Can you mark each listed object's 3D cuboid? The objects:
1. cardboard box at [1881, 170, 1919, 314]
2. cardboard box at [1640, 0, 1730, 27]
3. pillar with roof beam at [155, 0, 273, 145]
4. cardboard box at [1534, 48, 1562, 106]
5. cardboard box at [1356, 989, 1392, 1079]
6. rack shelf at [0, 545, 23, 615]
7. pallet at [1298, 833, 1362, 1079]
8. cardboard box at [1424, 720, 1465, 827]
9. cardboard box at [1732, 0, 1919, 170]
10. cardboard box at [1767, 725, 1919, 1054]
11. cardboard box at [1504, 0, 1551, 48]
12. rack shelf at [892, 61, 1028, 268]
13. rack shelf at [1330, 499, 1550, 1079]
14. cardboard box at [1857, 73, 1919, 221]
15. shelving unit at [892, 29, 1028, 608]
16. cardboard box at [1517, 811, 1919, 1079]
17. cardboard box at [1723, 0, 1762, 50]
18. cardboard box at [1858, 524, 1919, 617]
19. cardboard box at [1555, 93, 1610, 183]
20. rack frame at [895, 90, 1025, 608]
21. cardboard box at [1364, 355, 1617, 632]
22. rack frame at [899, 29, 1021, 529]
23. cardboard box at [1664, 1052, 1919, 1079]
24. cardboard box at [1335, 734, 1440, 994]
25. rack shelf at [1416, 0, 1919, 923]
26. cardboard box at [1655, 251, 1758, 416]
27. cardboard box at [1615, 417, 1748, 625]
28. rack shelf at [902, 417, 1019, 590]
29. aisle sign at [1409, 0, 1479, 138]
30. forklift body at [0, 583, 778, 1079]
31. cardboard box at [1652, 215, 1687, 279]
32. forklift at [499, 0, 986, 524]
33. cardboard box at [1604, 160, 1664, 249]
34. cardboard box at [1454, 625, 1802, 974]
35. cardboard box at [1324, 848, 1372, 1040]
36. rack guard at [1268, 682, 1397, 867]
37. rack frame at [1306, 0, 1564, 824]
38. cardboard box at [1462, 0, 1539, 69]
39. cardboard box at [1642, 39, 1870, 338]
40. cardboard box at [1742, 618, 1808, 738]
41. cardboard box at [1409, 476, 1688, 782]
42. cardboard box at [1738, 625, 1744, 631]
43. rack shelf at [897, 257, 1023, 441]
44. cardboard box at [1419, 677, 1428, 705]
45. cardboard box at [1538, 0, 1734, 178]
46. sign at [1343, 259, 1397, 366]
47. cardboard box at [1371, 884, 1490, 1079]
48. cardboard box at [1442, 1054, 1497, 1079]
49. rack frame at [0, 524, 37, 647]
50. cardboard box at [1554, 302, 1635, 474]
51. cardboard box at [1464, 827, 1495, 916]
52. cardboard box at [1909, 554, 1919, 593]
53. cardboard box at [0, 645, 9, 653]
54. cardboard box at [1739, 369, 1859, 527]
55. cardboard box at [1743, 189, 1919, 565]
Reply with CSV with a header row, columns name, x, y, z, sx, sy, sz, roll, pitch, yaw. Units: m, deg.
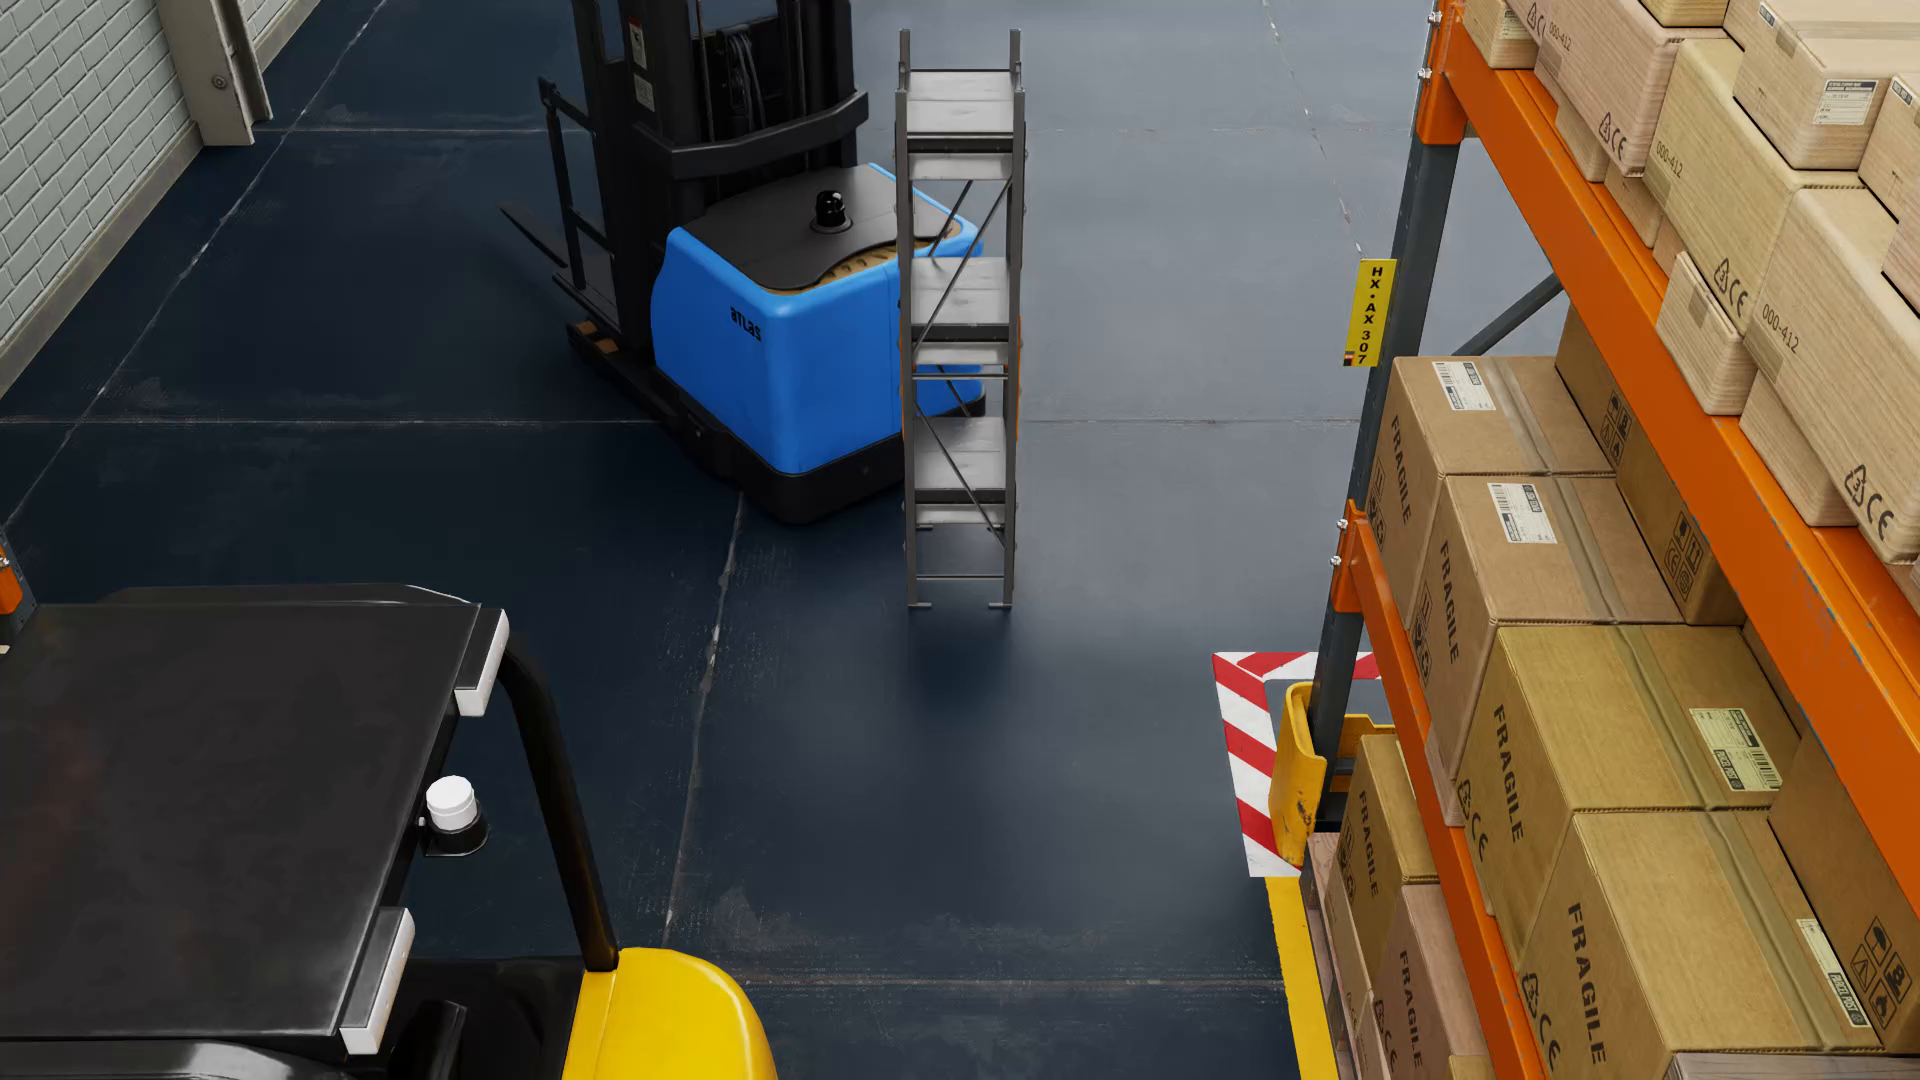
name,x,y,z,sx,sy,sz,roll,pitch,yaw
cardboard box,1.319,-0.311,1.904,0.380,0.149,0.250,0,39,1
cardboard box,1.307,-0.952,2.703,0.380,0.149,0.250,0,39,0
pillar with roof beam,0.064,-5.916,6.936,9.100,9.000,0.400,0,39,0
cardboard box,1.395,-0.962,3.354,0.380,0.149,0.250,-1,39,-1
cardboard box,1.347,1.472,4.378,0.500,0.250,0.500,1,39,2
rack shelf,-3.331,1.276,3.334,1.077,0.370,4.000,0,39,0
pallet,1.596,1.382,4.856,1.003,0.211,1.213,0,39,0
cardboard box,1.311,0.532,3.889,0.380,0.149,0.250,1,39,1
cardboard box,1.322,-0.633,2.306,0.380,0.149,0.250,1,39,1
cardboard box,1.807,0.460,2.660,0.700,0.500,0.500,0,39,0
cardboard box,1.364,-1.175,3.301,0.500,0.250,0.500,-1,39,-1
rack shelf,0.000,-1.251,5.535,0.431,0.518,0.480,0,39,0
rack shelf,1.632,1.270,3.342,1.077,0.370,4.000,0,39,0
cardboard box,1.397,-0.471,2.104,0.380,0.149,0.250,1,39,1
shelving unit,0.000,-0.716,5.964,0.431,2.100,0.503,0,39,0
cardboard box,1.367,0.841,2.985,0.500,0.500,0.500,-1,39,-1
cardboard box,1.403,-0.797,2.510,0.380,0.149,0.250,0,39,0
cardboard box,1.423,0.004,2.149,0.380,0.149,0.250,0,39,0
cardboard box,1.361,-0.796,3.147,0.380,0.149,0.250,1,39,1
rack frame,0.000,-0.563,5.774,0.400,2.100,0.015,0,39,0
cardboard box,1.353,-0.120,4.183,0.500,0.500,0.500,-1,39,-1
rack frame,0.000,-0.868,6.155,0.400,2.100,0.015,0,39,0
cardboard box,1.373,1.161,2.585,0.500,0.500,0.500,1,39,1
cardboard box,1.355,0.875,4.523,0.500,0.500,0.500,-1,39,-2
rack shelf,1.632,0.100,2.404,1.077,0.370,4.000,0,39,0
cardboard box,1.311,-0.318,2.551,0.380,0.149,0.250,0,39,0
cardboard box,1.842,-0.171,3.447,0.700,0.500,0.500,0,39,0
rack shelf,0.000,-0.159,6.410,0.431,0.518,0.480,0,39,0
aisle sign,1.320,-1.314,3.913,0.394,0.787,0.004,0,39,0
forklift body,-1.507,1.260,3.457,2.313,2.155,1.214,0,39,0
cardboard box,1.391,-0.475,2.747,0.380,0.149,0.250,-1,39,-1
forklift,-1.186,-2.077,6.998,1.130,2.935,3.031,-26,45,-28
cardboard box,1.386,-0.641,2.954,0.380,0.149,0.250,0,39,0
cardboard box,1.359,0.523,3.381,0.500,0.500,0.500,-1,39,-1
cardboard box,1.354,1.152,4.776,0.500,0.250,0.500,0,39,0
rack guard,1.630,0.762,5.400,1.175,0.500,0.348,0,39,0
rack frame,1.630,-0.261,4.677,1.000,3.000,0.127,0,39,0
cardboard box,1.306,-1.126,3.559,0.380,0.149,0.250,0,39,0
cardboard box,1.380,-0.537,2.504,0.500,0.250,0.500,1,39,1
cardboard box,1.945,0.148,3.049,0.700,0.500,0.500,0,39,-1
cardboard box,1.357,0.204,3.779,0.500,0.500,0.500,1,39,1
cardboard box,1.902,0.236,3.739,0.500,0.500,0.500,0,39,0
rack shelf,0.000,-0.705,5.973,0.431,0.518,0.480,0,39,0
cardboard box,1.357,0.373,4.087,0.380,0.149,0.250,-1,39,-1
cardboard box,1.355,-0.860,2.908,0.500,0.250,0.500,-1,39,-1
sign,1.087,-0.599,4.406,0.100,0.325,0.005,0,39,0
cardboard box,1.360,1.202,4.115,0.500,0.500,0.500,-1,39,-2
cardboard box,1.352,1.515,3.724,0.500,0.500,0.500,1,39,1
rack frame,-3.334,-0.255,4.670,1.000,3.000,0.127,0,39,0
cardboard box,1.849,-0.487,3.842,0.700,0.500,0.500,-1,39,-1
cardboard box,1.345,0.694,3.687,0.380,0.149,0.250,1,39,1
cardboard box,1.377,0.101,1.708,0.500,0.250,0.500,-1,39,-1
cardboard box,-3.021,0.551,4.727,0.500,0.250,0.500,1,39,1
cardboard box,1.352,-0.153,2.345,0.380,0.149,0.250,-1,39,-1
cardboard box,1.361,-0.216,2.105,0.500,0.250,0.500,1,39,1
